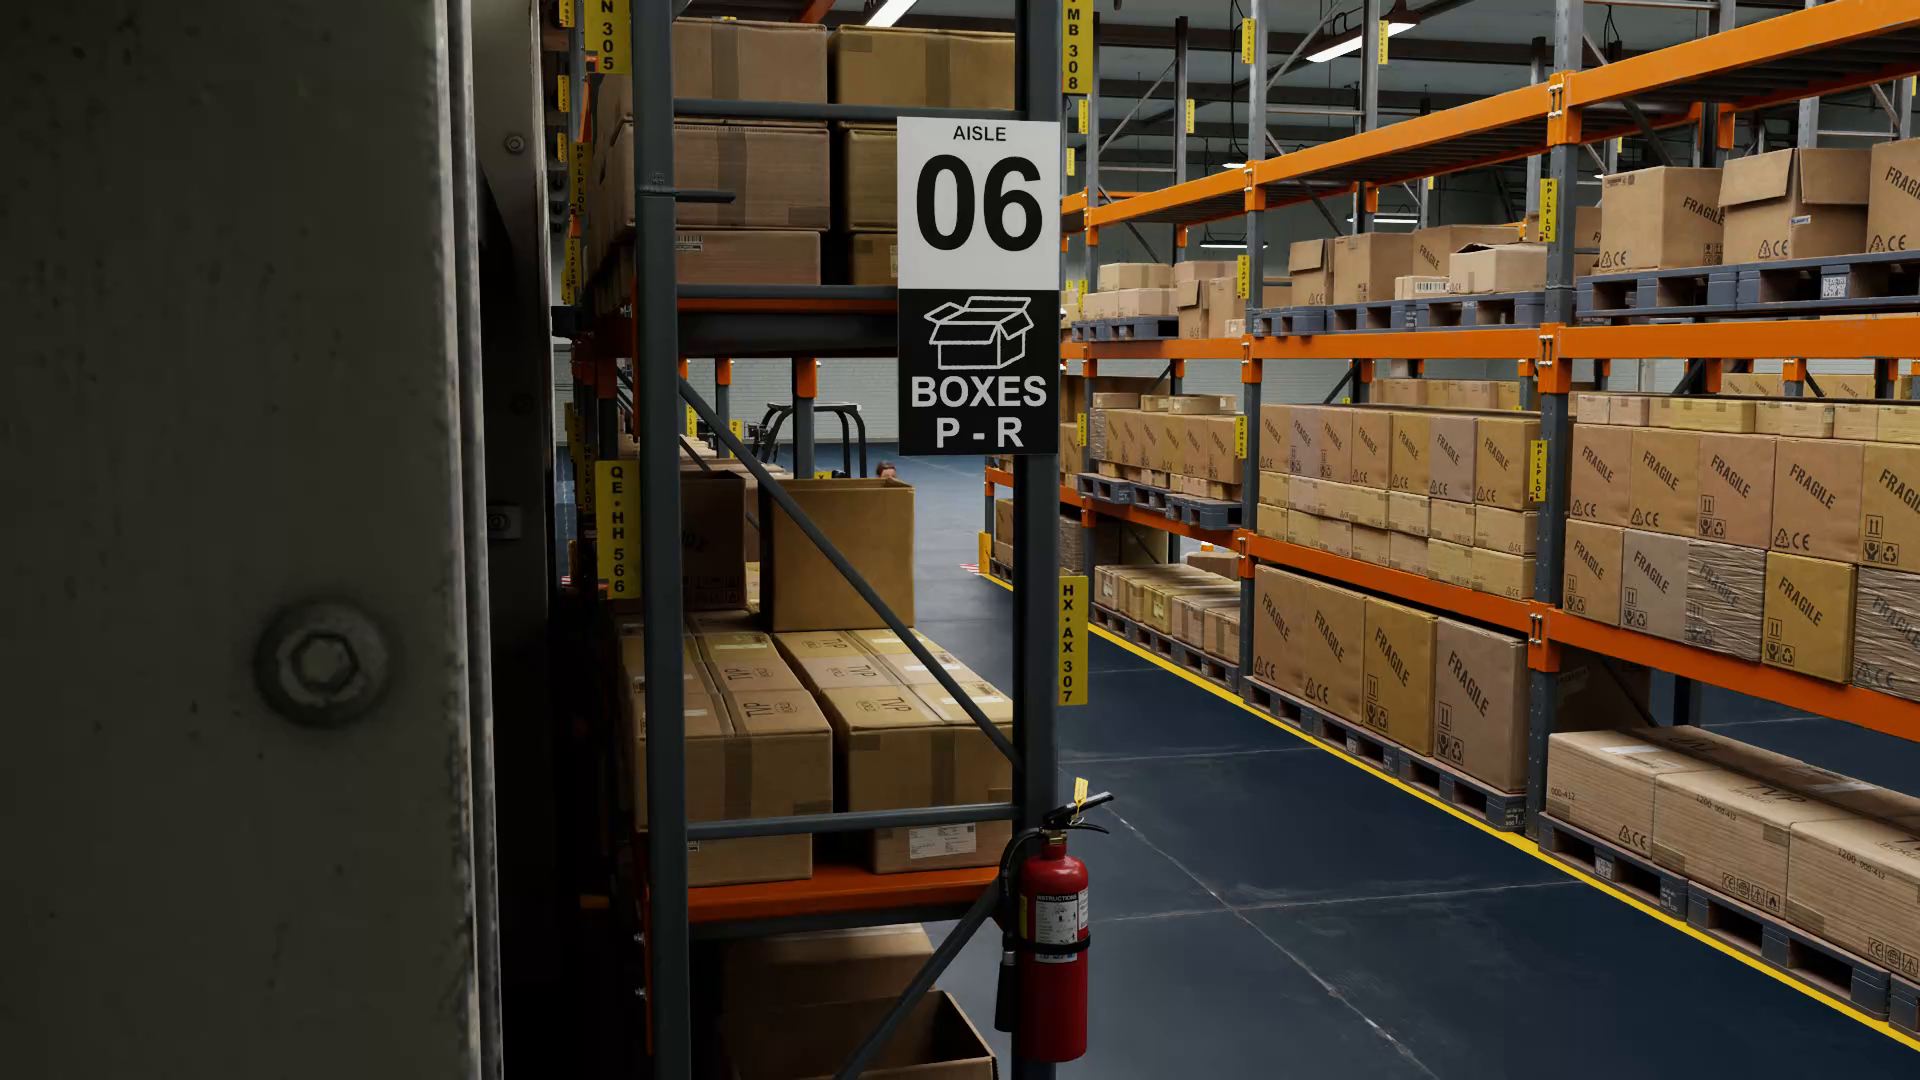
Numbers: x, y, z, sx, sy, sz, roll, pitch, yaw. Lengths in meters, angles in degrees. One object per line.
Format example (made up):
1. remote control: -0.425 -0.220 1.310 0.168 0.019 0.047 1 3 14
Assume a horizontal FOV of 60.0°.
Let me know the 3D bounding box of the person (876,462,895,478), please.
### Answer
1. person: -0.695 0.097 15.766 0.436 1.676 0.375 -1 6 -12
